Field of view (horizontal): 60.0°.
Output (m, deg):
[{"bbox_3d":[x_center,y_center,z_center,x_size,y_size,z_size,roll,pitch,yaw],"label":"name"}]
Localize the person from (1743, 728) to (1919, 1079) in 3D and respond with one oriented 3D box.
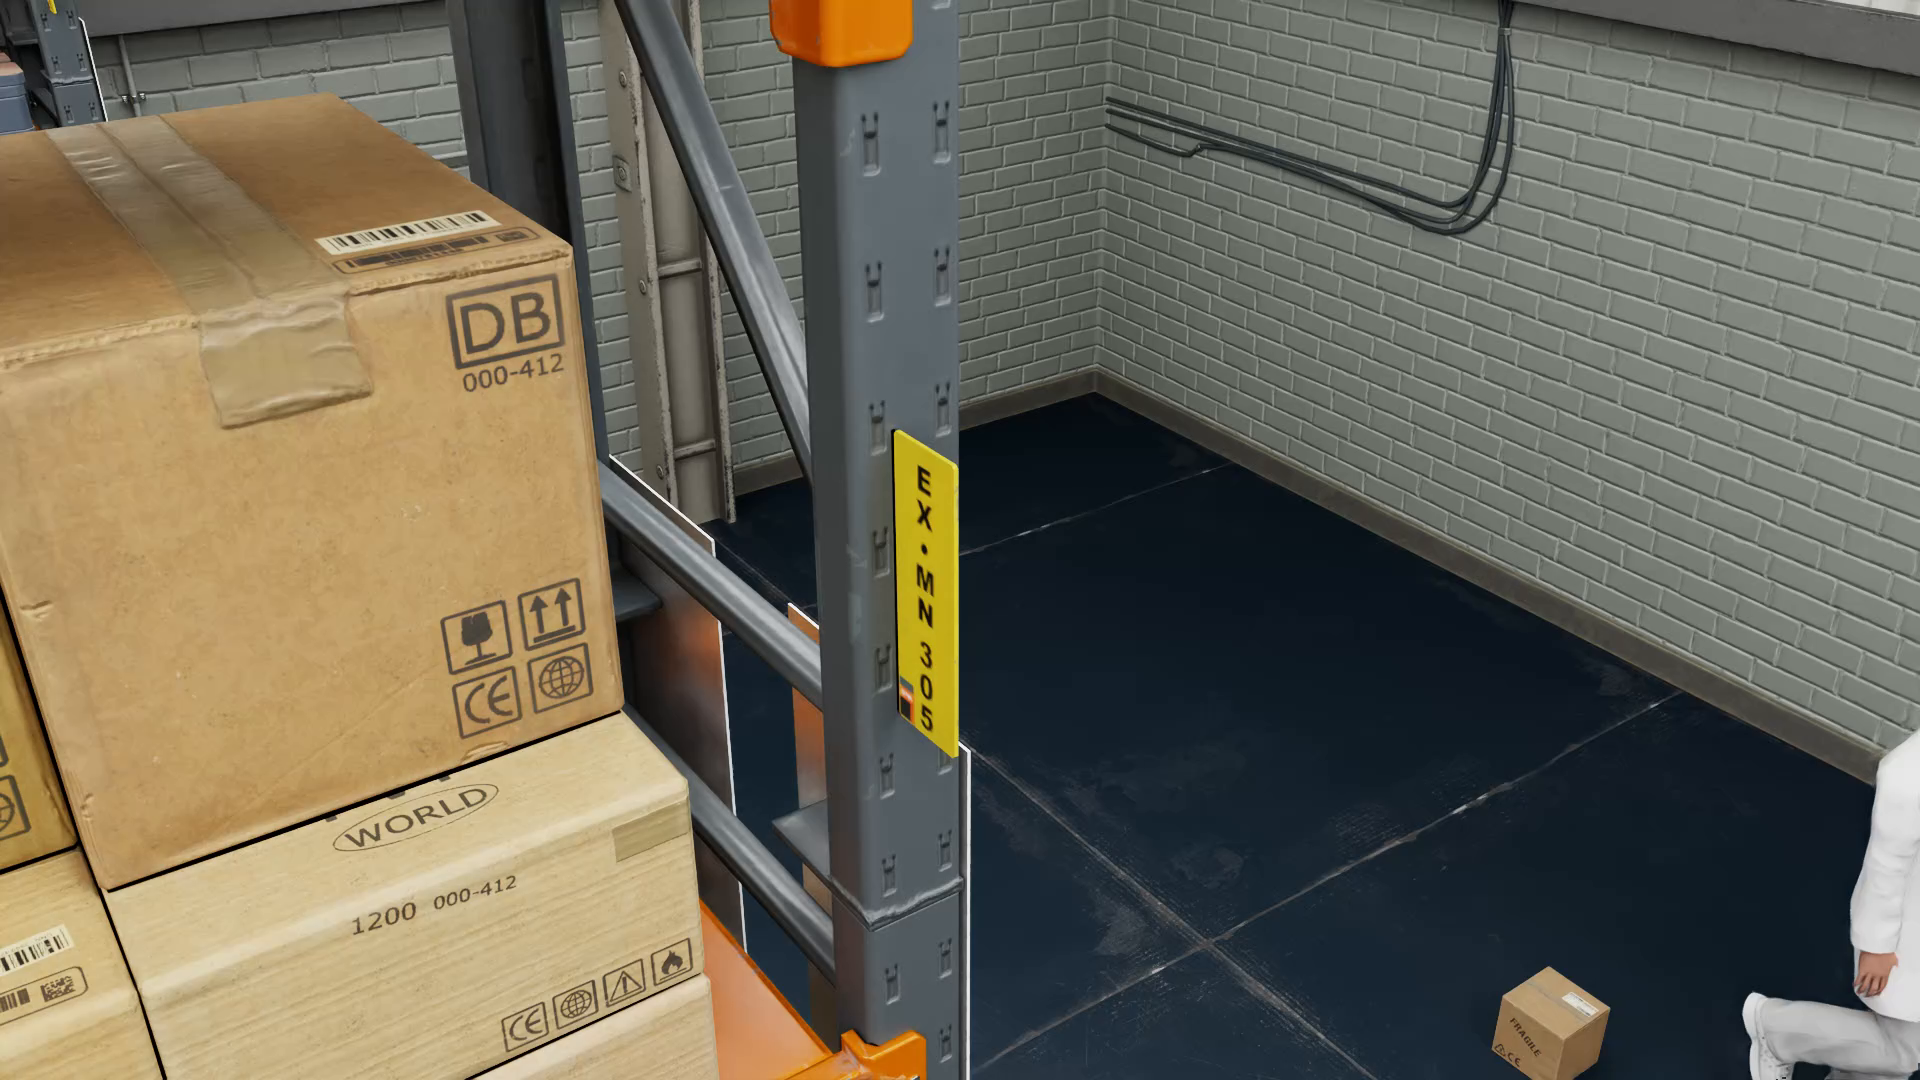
[{"bbox_3d":[2.835,1.110,5.013,0.600,1.770,0.624,-22,35,-35],"label":"person"}]
